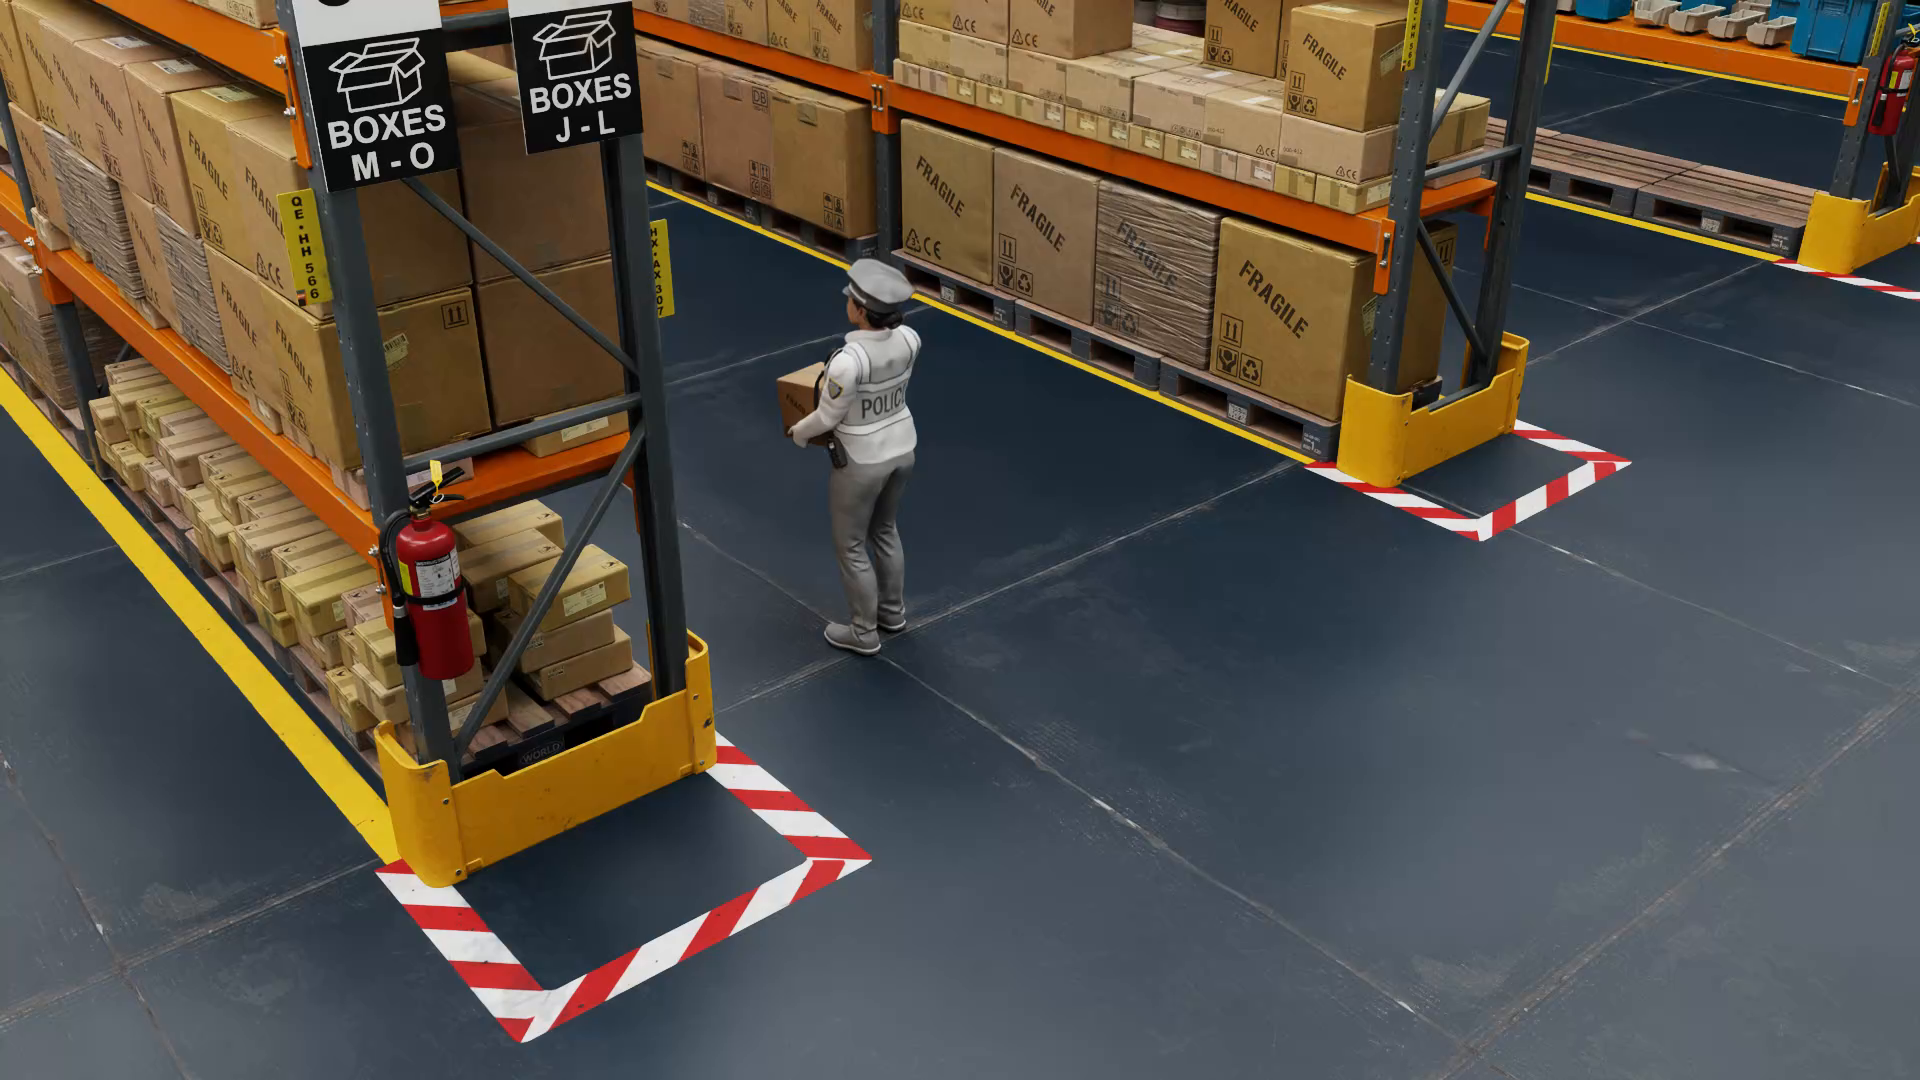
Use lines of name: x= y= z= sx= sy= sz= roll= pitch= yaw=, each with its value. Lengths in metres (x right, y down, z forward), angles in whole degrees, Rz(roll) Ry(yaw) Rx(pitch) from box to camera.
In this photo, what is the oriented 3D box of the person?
person: x=-0.409 y=-0.349 z=6.747 sx=0.546 sy=1.687 sz=0.459 roll=23 pitch=36 yaw=36
